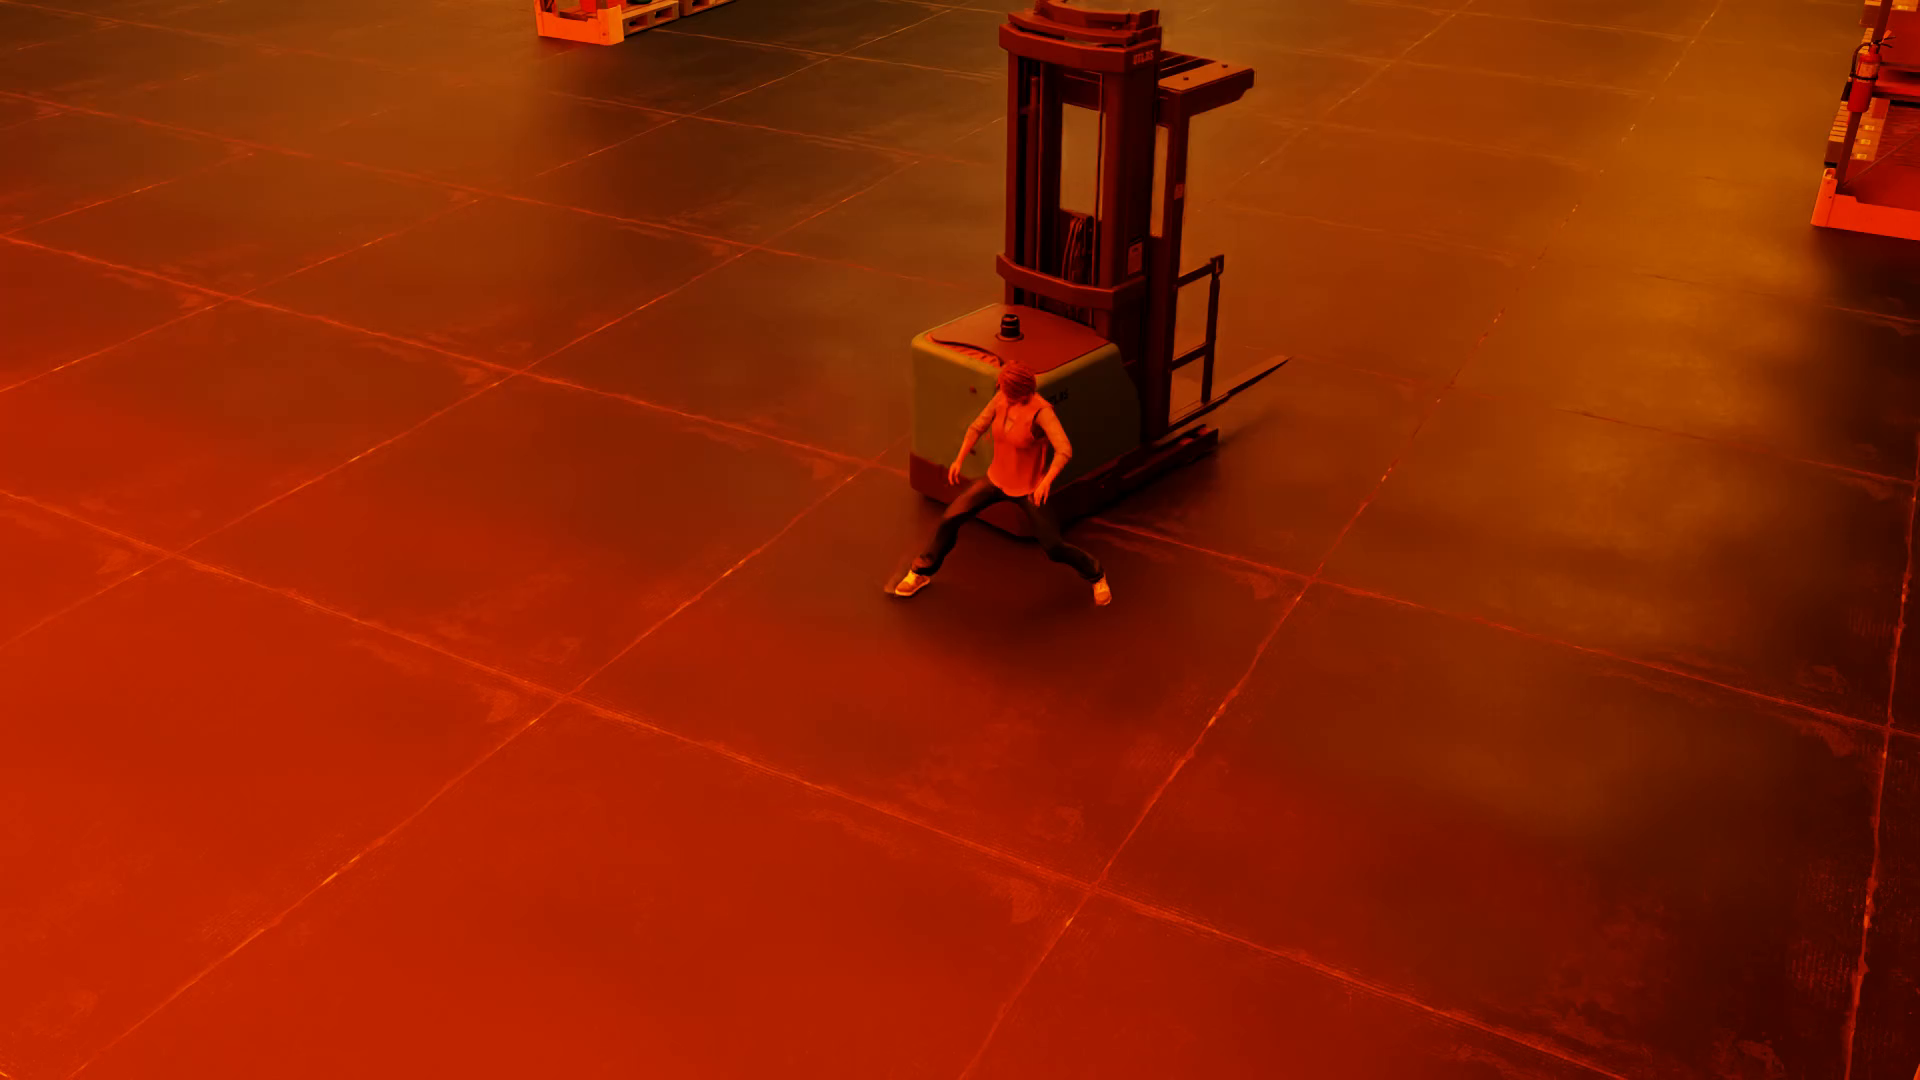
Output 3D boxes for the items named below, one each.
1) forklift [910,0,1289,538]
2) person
[{"bbox_3d":[1.060,-1.931,10.416,1.130,2.935,3.031,25,38,36],"label":"forklift"},{"bbox_3d":[0.268,-0.288,9.114,0.983,1.440,0.912,23,37,34],"label":"person"}]
